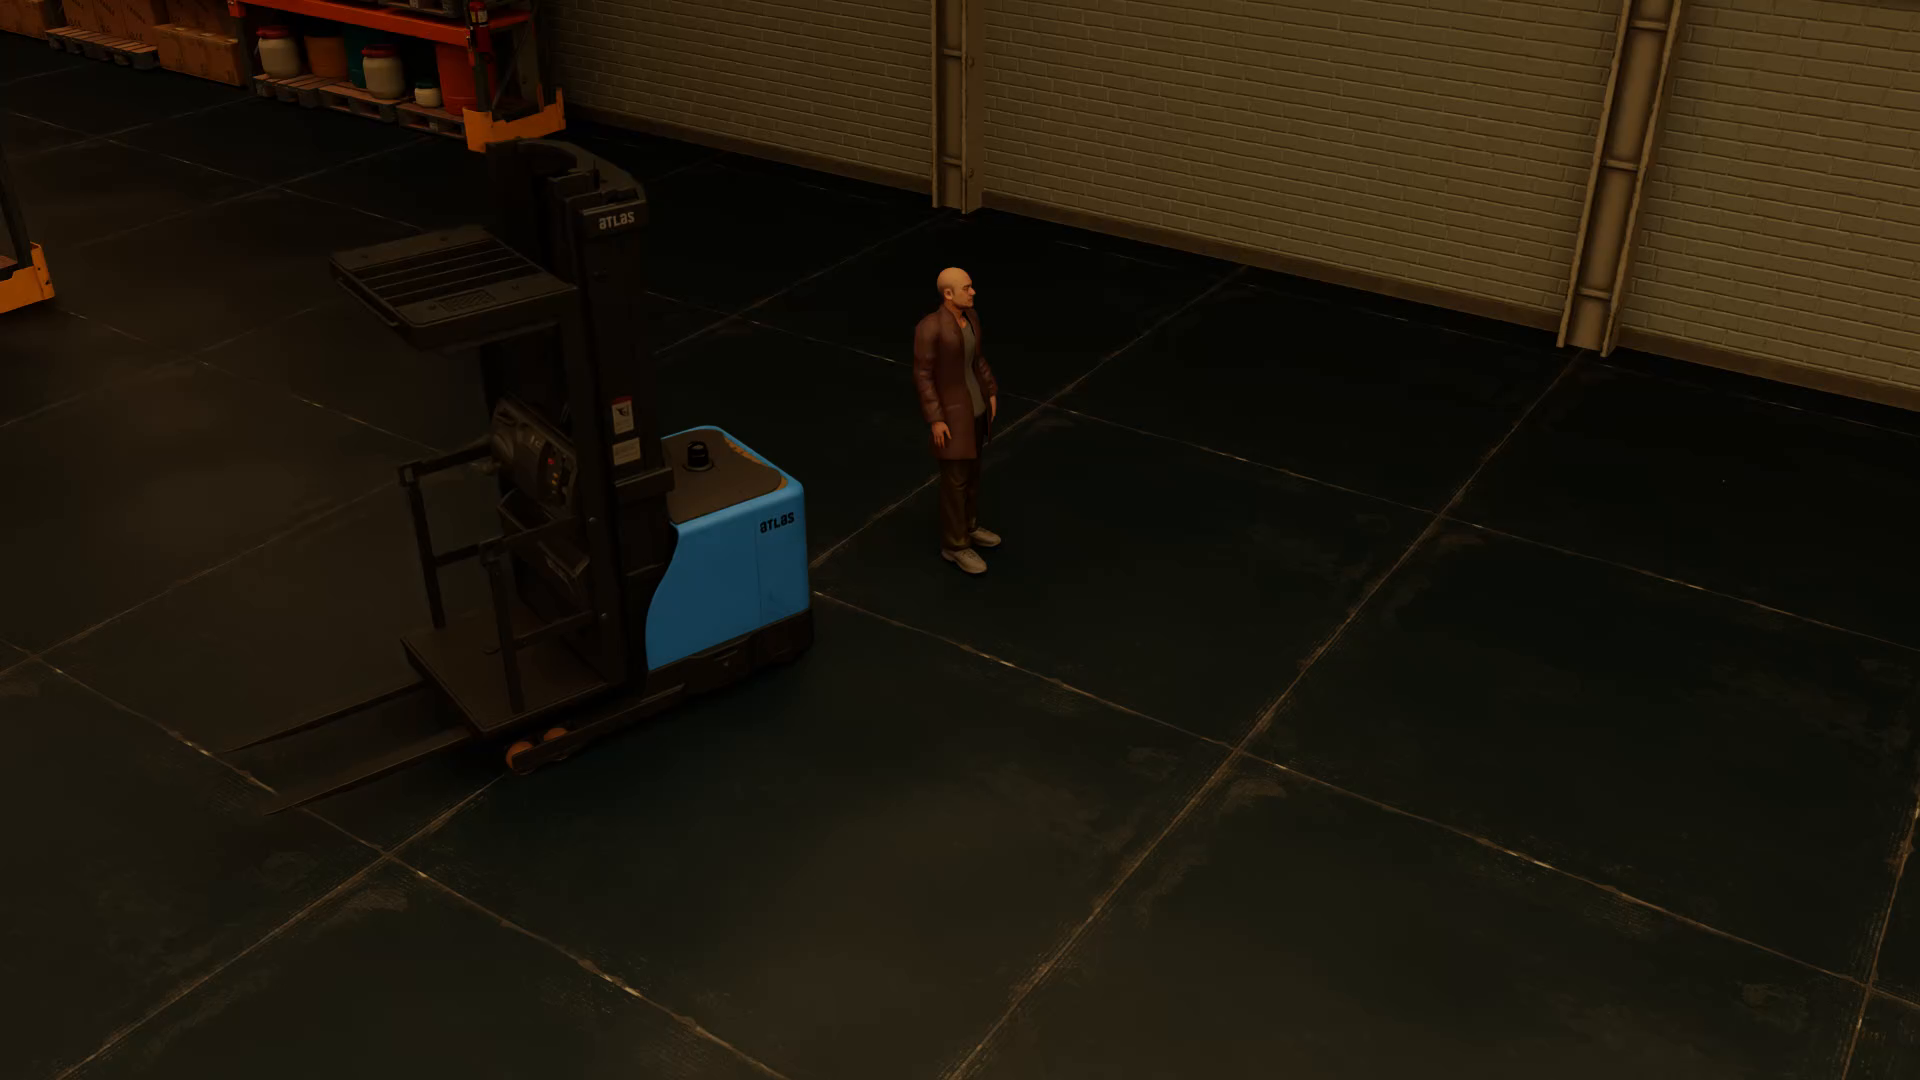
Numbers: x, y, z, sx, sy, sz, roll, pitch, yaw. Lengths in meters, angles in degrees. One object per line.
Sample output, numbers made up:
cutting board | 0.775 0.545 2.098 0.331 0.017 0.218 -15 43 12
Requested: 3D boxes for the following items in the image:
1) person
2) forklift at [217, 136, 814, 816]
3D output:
person | 0.074 -0.748 10.003 0.579 1.778 0.698 19 35 29
forklift | -2.298 -0.375 8.228 3.031 2.935 1.130 -21 36 -32
